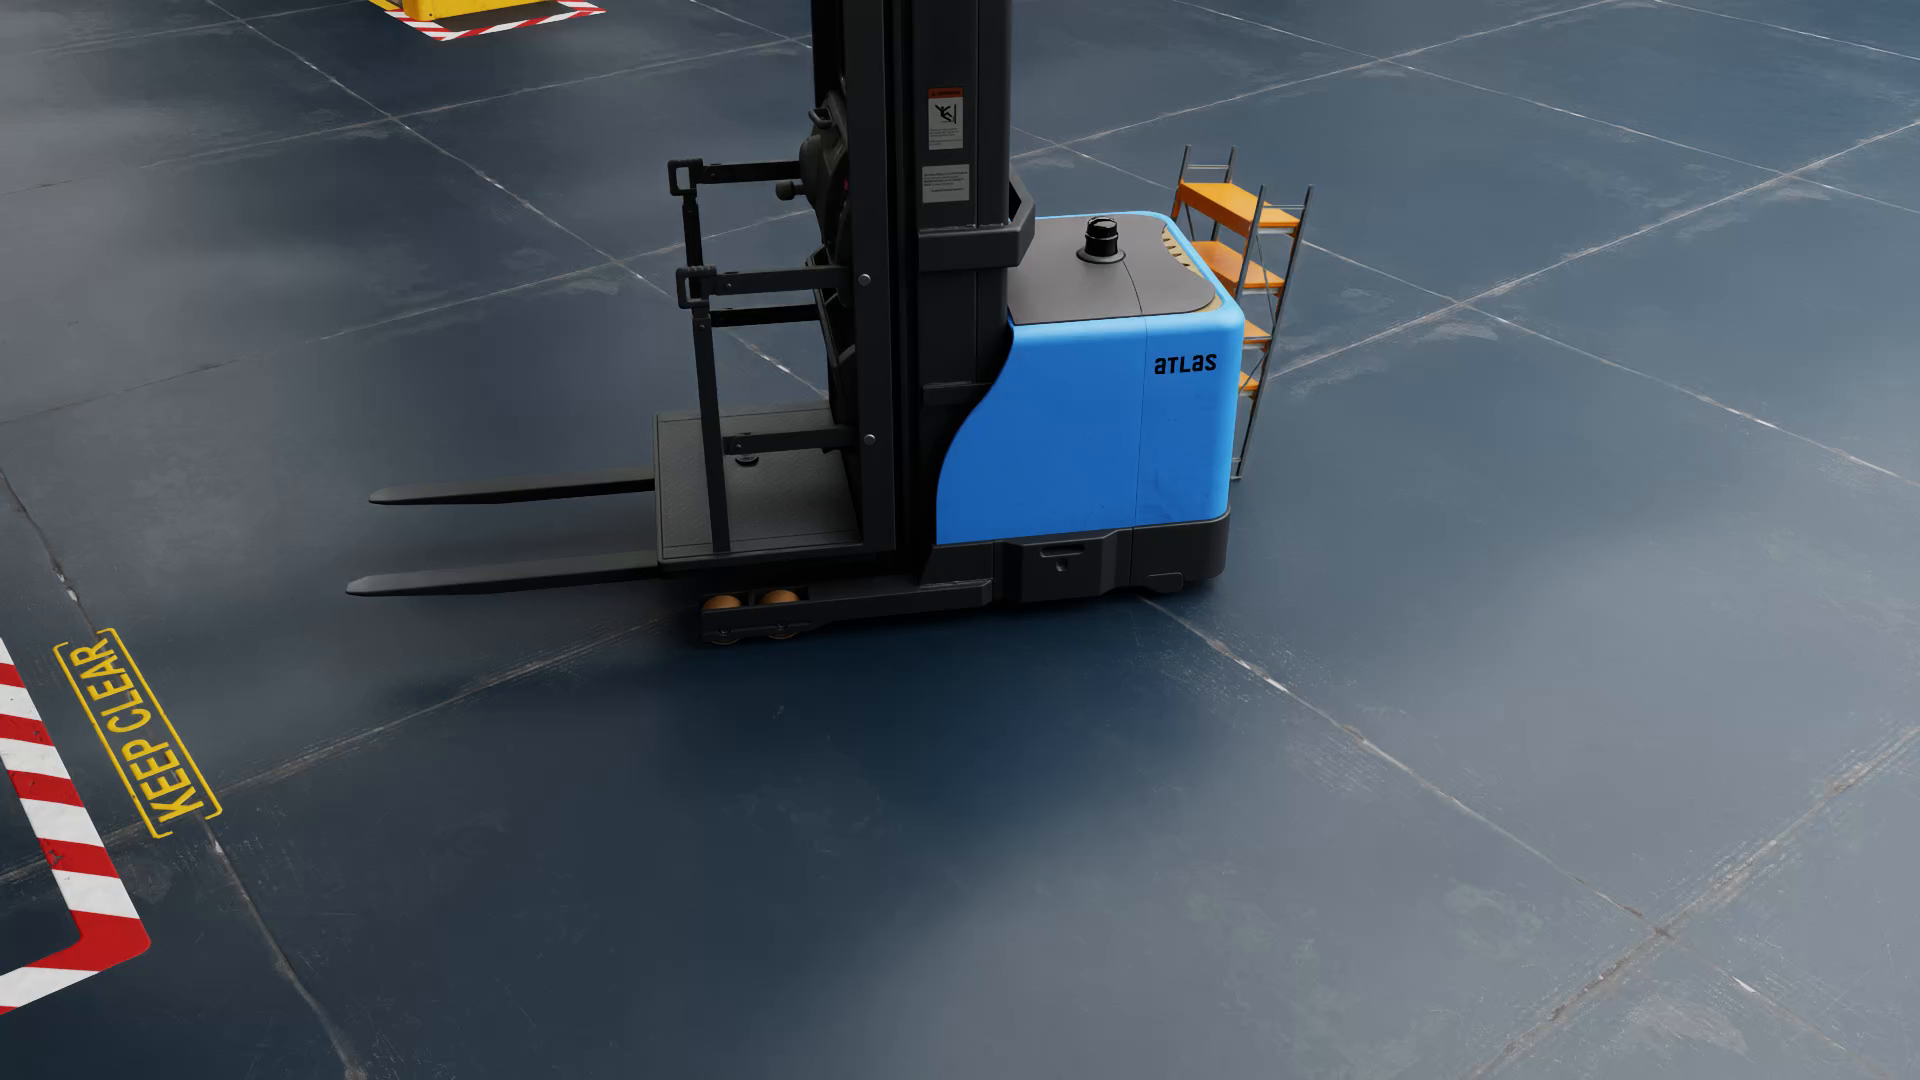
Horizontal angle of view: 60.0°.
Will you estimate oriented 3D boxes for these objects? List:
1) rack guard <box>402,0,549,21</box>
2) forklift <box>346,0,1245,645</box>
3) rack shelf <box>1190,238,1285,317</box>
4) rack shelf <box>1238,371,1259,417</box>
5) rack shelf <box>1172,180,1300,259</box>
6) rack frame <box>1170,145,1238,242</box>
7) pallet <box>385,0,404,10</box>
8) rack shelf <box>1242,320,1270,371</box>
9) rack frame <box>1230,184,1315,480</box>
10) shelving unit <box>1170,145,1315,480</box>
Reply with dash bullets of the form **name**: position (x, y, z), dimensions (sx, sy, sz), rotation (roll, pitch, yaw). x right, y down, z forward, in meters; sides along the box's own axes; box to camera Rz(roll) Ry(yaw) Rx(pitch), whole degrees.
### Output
- **rack guard**: position (-3.719, -4.376, 12.821), dimensions (1.175, 0.500, 0.348), rotation (-22, 38, -31)
- **forklift**: position (-0.614, -1.189, 5.386), dimensions (3.031, 2.935, 1.130), rotation (-5, 32, -8)
- **rack shelf**: position (1.017, -1.015, 6.425), dimensions (0.258, 0.148, 0.480), rotation (-6, 31, -28)
- **rack shelf**: position (0.954, -0.645, 6.618), dimensions (0.258, 0.148, 0.480), rotation (-6, 31, -28)
- **rack shelf**: position (1.052, -1.222, 6.317), dimensions (0.258, 0.148, 0.480), rotation (-6, 31, -28)
- **rack frame**: position (0.883, -0.993, 6.682), dimensions (0.240, 1.200, 0.015), rotation (-6, 31, -28)
- **pallet**: position (-4.235, -4.568, 13.405), dimensions (1.003, 0.211, 1.213), rotation (-22, 38, -31)
- **rack shelf**: position (0.983, -0.819, 6.528), dimensions (0.258, 0.148, 0.480), rotation (-6, 31, -28)
- **rack frame**: position (1.104, -0.763, 6.312), dimensions (0.240, 1.200, 0.015), rotation (-6, 31, -28)
- **shelving unit**: position (0.993, -0.878, 6.497), dimensions (0.258, 1.200, 0.503), rotation (-6, 31, -28)
